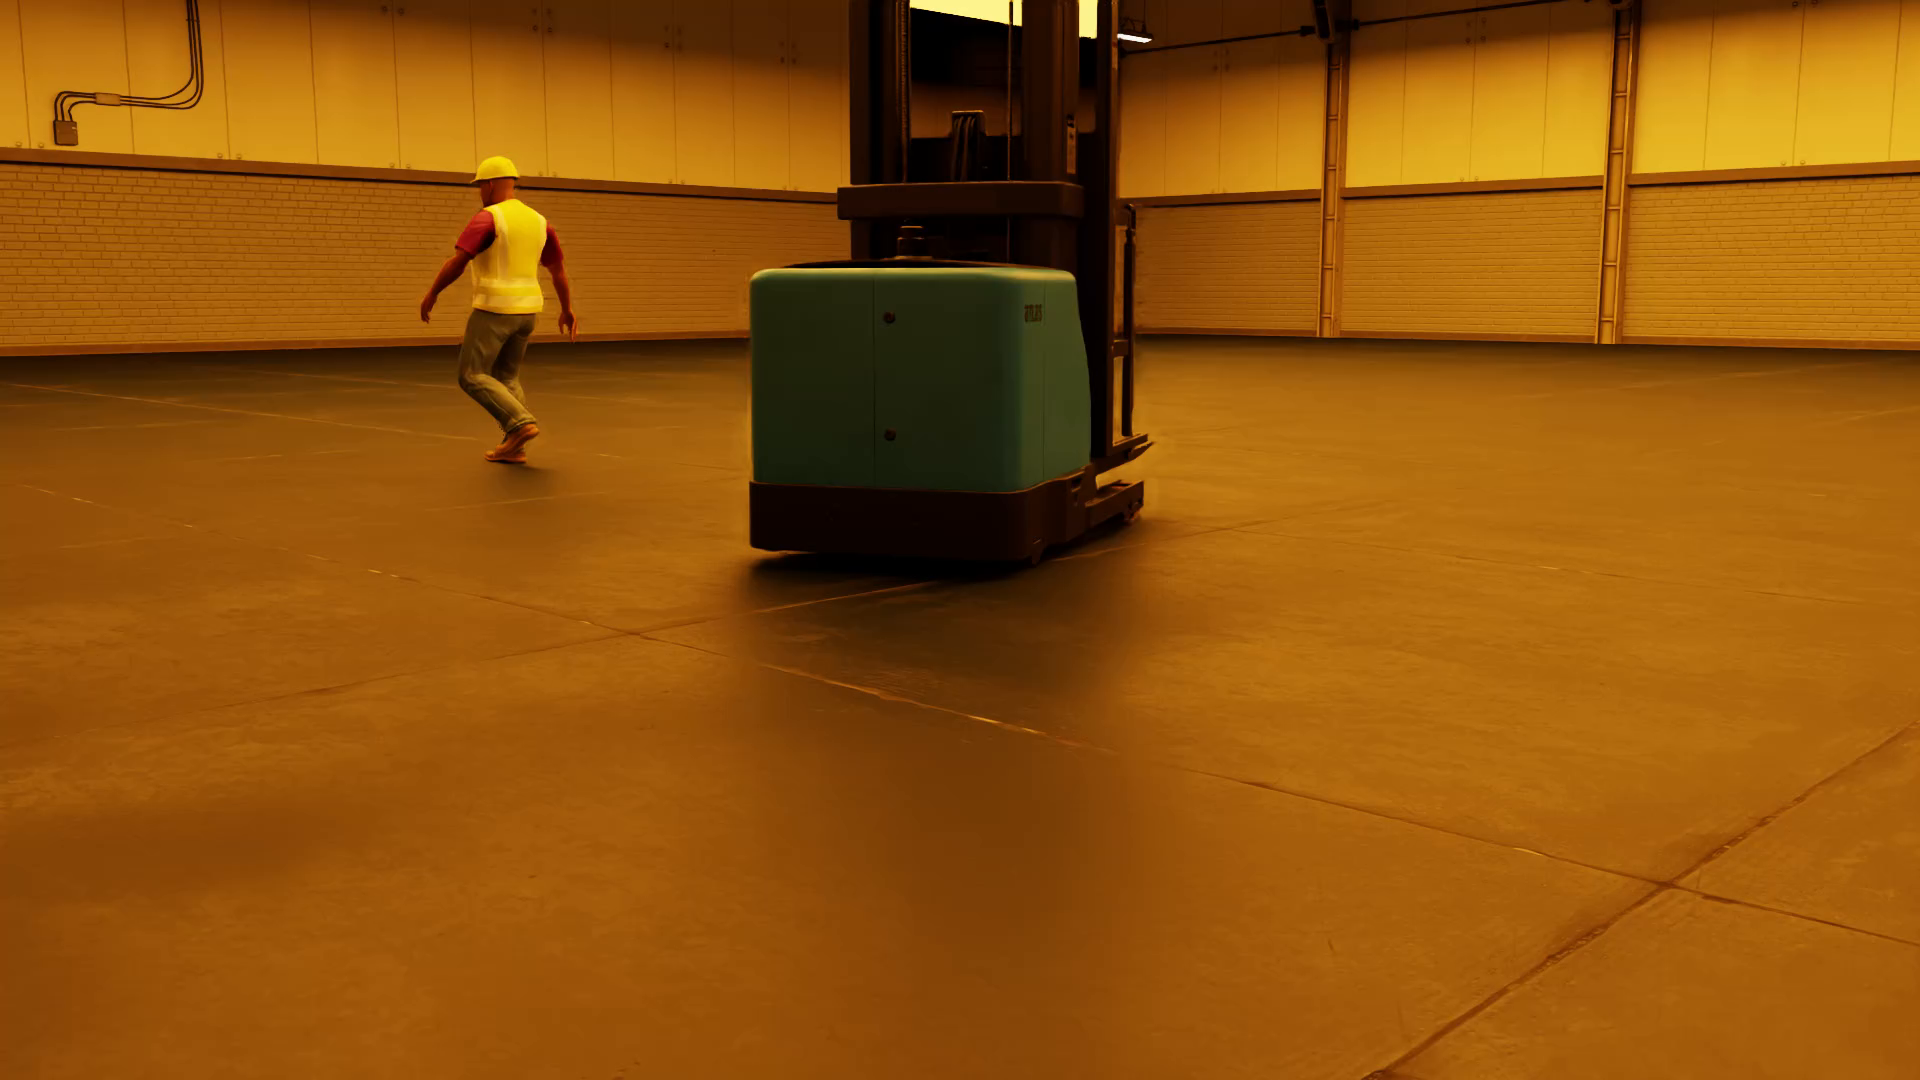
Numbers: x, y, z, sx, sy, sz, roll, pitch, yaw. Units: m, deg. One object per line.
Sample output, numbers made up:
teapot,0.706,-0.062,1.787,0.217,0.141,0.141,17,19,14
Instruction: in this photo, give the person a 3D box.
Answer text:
person,-2.597,-1.306,9.523,0.583,1.747,0.829,4,9,25

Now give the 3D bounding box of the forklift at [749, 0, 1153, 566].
forklift,0.184,-1.537,7.081,1.130,2.935,3.031,3,9,19
